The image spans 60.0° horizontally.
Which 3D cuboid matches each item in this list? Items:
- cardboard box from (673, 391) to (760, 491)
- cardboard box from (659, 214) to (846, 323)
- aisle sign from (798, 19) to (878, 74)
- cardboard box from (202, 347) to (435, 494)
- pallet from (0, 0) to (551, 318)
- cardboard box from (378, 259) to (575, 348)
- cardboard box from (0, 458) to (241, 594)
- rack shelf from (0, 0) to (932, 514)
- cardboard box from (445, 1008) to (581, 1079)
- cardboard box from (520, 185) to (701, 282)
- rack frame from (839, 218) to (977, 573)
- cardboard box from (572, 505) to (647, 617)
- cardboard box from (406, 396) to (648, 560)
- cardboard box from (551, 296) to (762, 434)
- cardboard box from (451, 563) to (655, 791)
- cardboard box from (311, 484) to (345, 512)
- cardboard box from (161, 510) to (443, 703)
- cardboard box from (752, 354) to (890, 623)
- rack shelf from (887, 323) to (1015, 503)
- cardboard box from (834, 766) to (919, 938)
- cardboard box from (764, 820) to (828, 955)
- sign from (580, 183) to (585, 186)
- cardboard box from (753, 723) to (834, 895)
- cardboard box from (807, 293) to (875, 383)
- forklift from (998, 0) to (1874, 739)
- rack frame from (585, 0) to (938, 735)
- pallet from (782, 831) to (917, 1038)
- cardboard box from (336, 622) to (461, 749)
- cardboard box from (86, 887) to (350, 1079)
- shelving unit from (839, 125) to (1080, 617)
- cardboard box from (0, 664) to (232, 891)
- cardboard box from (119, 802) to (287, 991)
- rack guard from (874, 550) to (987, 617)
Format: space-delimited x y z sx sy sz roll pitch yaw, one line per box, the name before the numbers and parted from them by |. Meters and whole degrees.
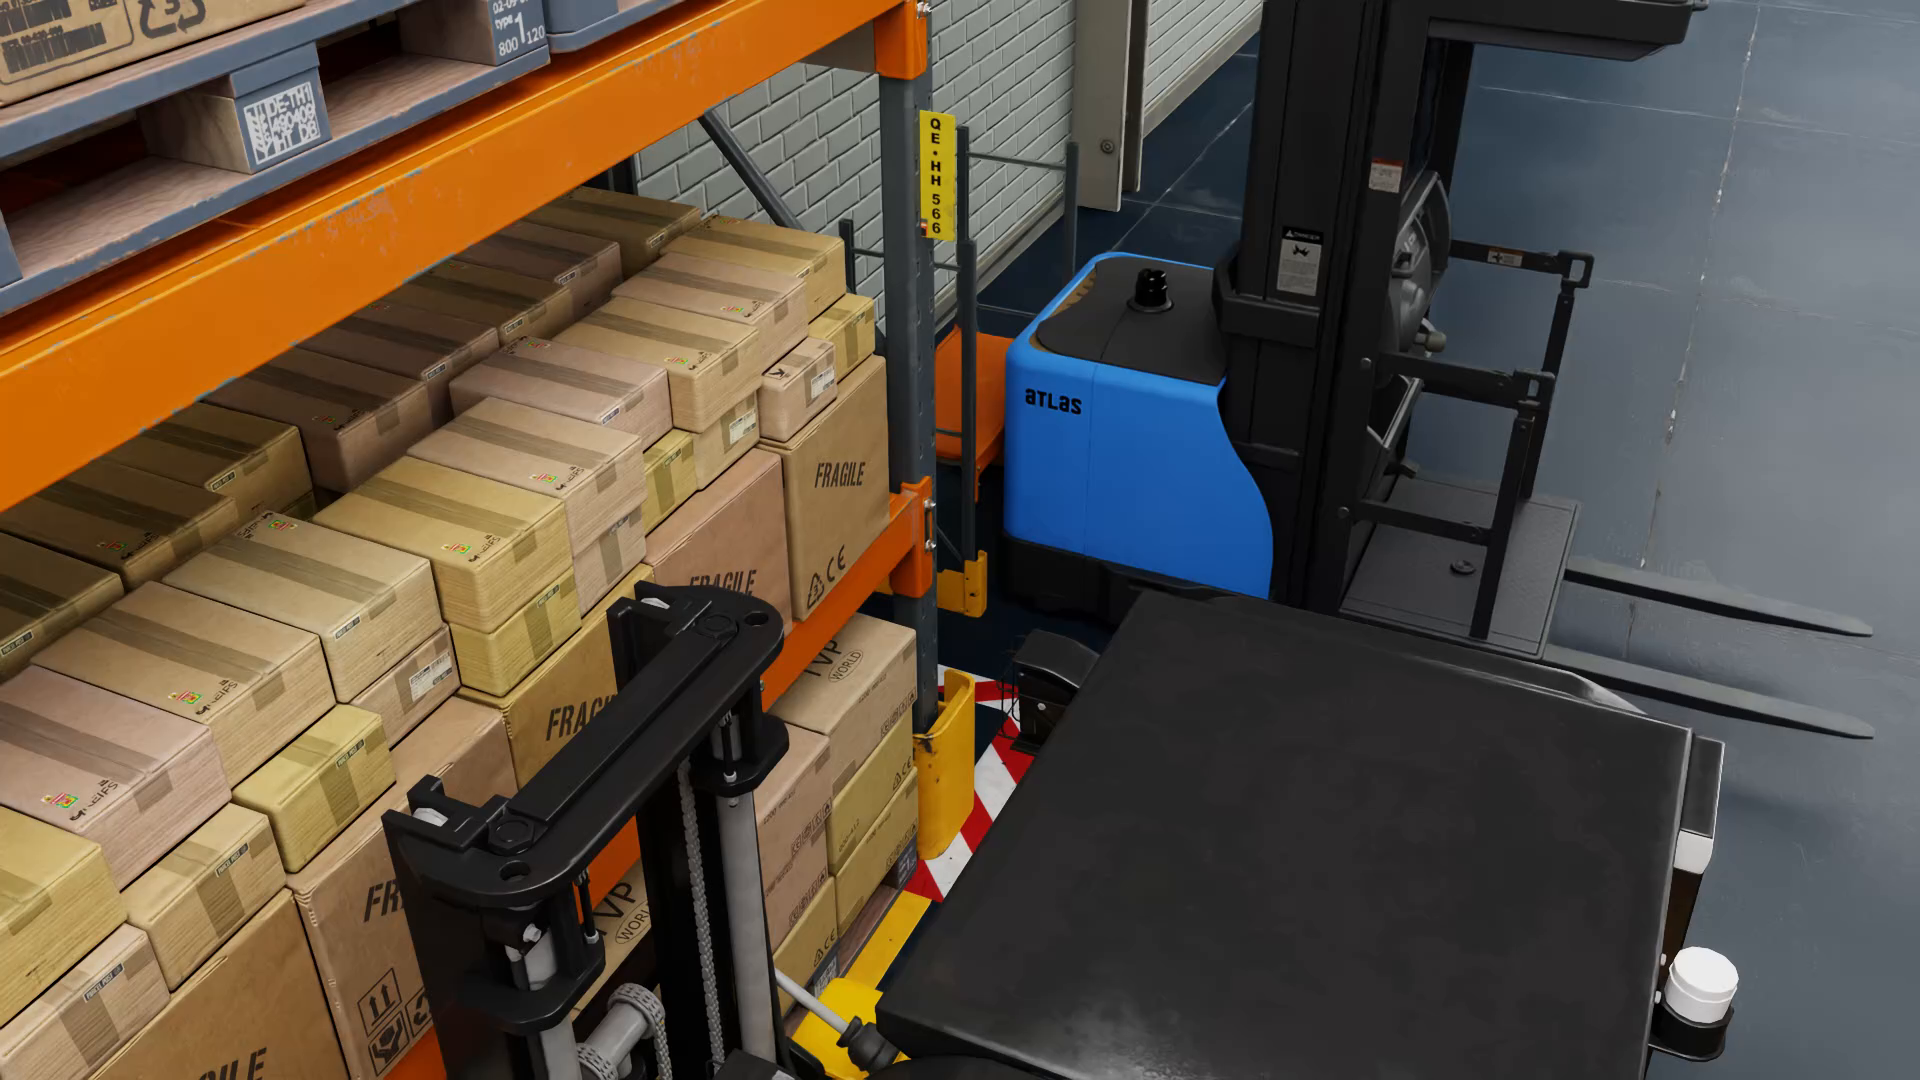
cardboard box | -0.680 -0.272 3.747 0.380 0.149 0.250 15 36 21
cardboard box | -0.504 -0.656 4.061 0.380 0.149 0.250 14 36 21
aisle sign | -0.251 -1.498 3.928 0.394 0.787 0.004 14 36 20
cardboard box | -1.322 -0.250 3.442 0.380 0.149 0.250 15 36 22
pallet | -1.374 -0.707 2.437 1.003 0.211 1.213 14 36 20
cardboard box | -1.117 -0.507 3.834 0.380 0.149 0.250 15 36 21
cardboard box | -1.553 -0.001 3.061 0.380 0.149 0.250 14 36 21
rack shelf | -1.382 -0.403 2.549 1.077 0.370 4.000 14 36 20
cardboard box | -1.084 1.172 3.440 0.500 0.250 0.500 13 36 20
cardboard box | -0.880 -0.764 4.226 0.380 0.149 0.250 13 36 20
rack frame | -0.179 -0.414 6.014 0.500 1.500 0.032 13 35 19
cardboard box | -0.863 -0.007 3.343 0.380 0.149 0.250 13 35 19
cardboard box | -0.843 -0.127 3.255 0.380 0.149 0.250 15 36 22
cardboard box | -0.663 -0.389 3.654 0.380 0.149 0.250 15 36 22
cardboard box | -0.952 0.330 3.420 0.500 0.500 0.500 13 36 20
cardboard box | -1.416 -0.159 3.575 0.380 0.149 0.250 15 36 21
cardboard box | -1.140 0.109 2.894 0.380 0.149 0.250 15 36 21
cardboard box | -0.512 -0.182 4.200 0.500 0.500 0.500 13 36 19
rack shelf | 0.021 -0.520 6.504 0.538 0.185 1.000 13 35 19
cardboard box | -0.455 0.836 4.865 0.500 0.250 0.500 14 36 21
cardboard box | -0.684 0.881 4.339 0.500 0.250 0.500 14 36 20
sign | -1.047 -0.971 4.633 0.100 0.325 0.005 14 36 20
cardboard box | -0.663 0.667 4.209 0.500 0.250 0.500 15 36 21
cardboard box | -0.436 -0.521 4.127 0.380 0.149 0.250 15 36 21
forklift | 1.707 -0.907 5.460 3.031 2.935 1.130 14 36 20
rack frame | -0.545 -0.445 4.693 1.000 3.000 0.127 14 36 20
pallet | -0.827 1.111 4.862 1.003 0.211 1.213 14 36 20
cardboard box | -1.136 0.227 2.986 0.380 0.149 0.250 14 36 20
cardboard box | -1.382 0.828 2.660 0.500 0.500 0.500 14 36 20
shelving unit | 0.017 -0.666 6.398 0.587 1.500 1.083 13 35 19
cardboard box | -1.349 0.359 2.513 0.380 0.149 0.250 14 36 20
cardboard box | -1.285 0.505 2.562 0.380 0.149 0.250 13 35 19
rack guard | -0.179 0.108 6.358 0.587 0.250 0.087 13 35 19
